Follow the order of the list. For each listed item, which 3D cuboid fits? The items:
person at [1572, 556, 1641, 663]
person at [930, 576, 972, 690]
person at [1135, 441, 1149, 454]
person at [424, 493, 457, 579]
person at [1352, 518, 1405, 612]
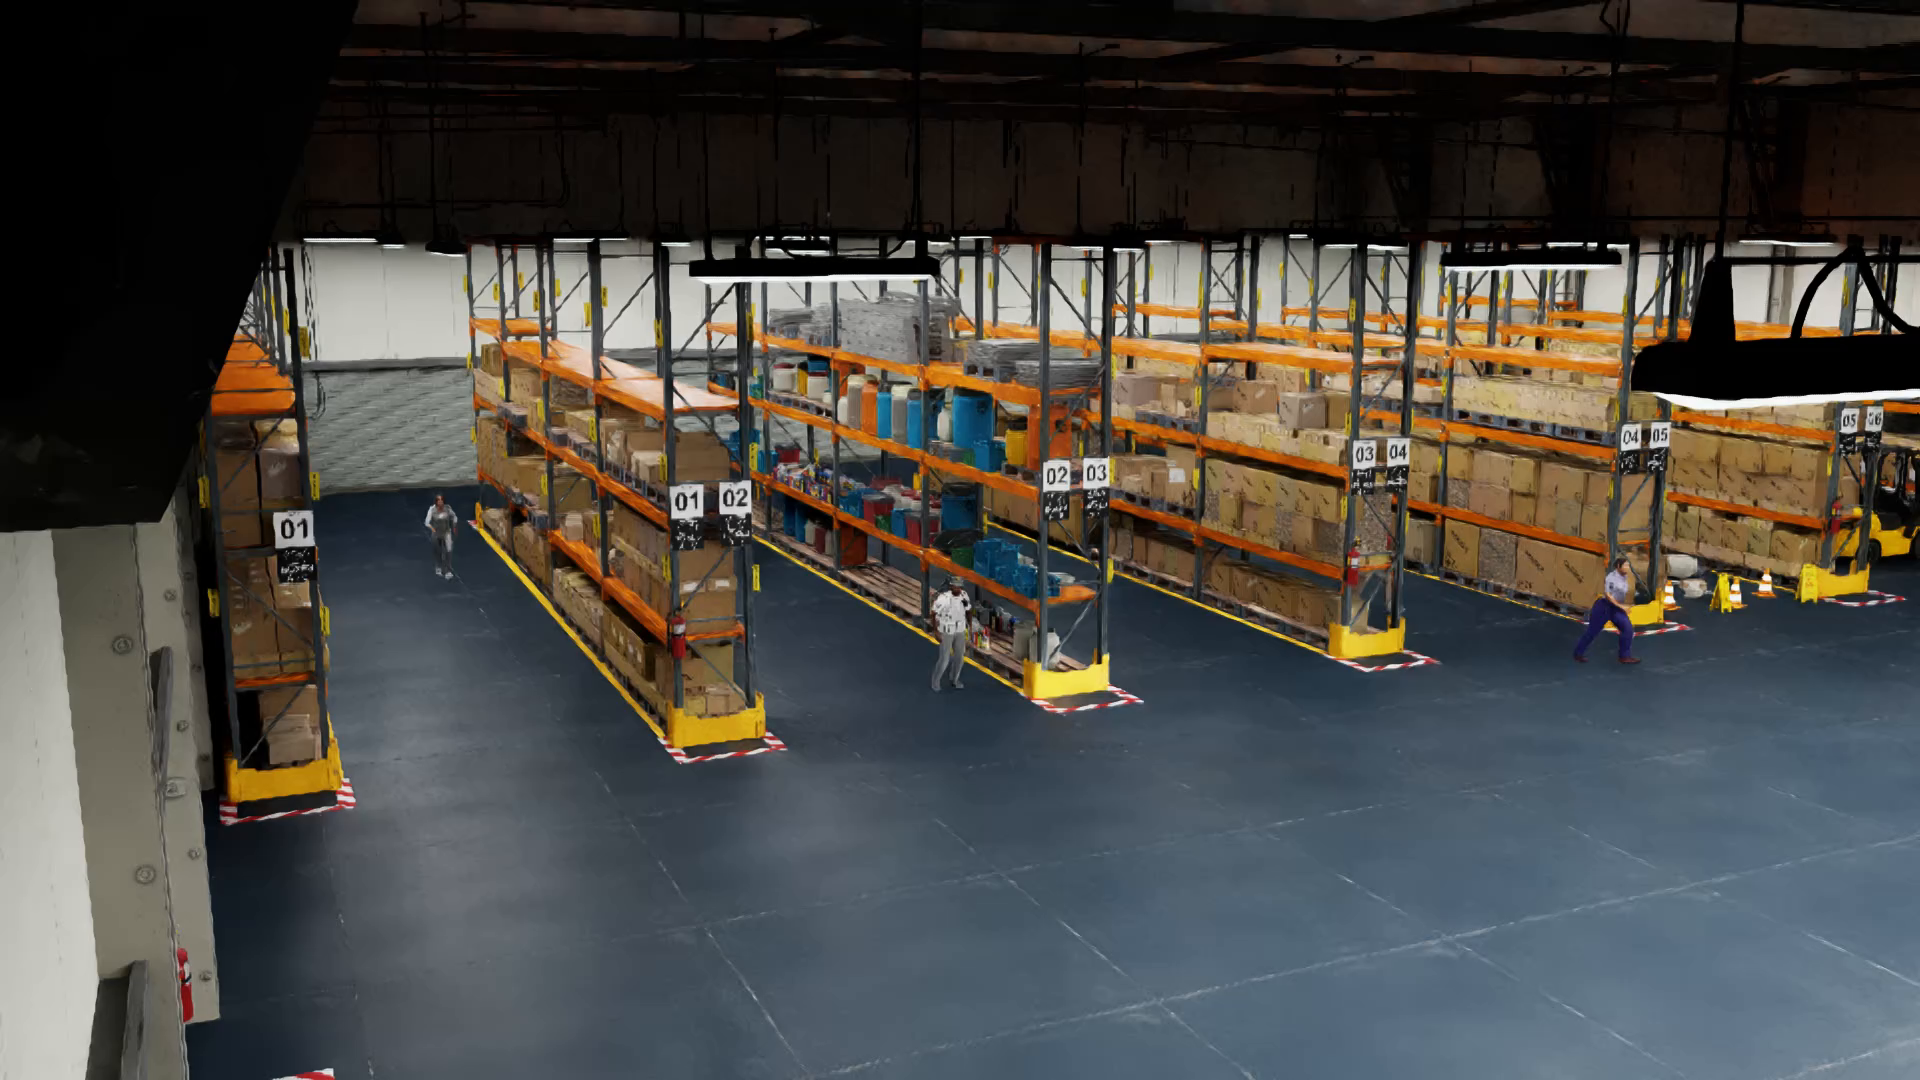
[{"bbox_3d":[9.317,0.983,23.872,0.655,1.578,0.824,-9,14,-40],"label":"person"},{"bbox_3d":[-0.113,1.241,22.506,0.592,1.624,0.531,-5,12,-25],"label":"person"},{"bbox_3d":[4.837,-3.161,44.951,0.586,1.713,0.523,3,11,13],"label":"person"},{"bbox_3d":[-9.232,-0.083,29.614,0.562,1.499,0.815,-4,12,-18],"label":"person"},{"bbox_3d":[6.718,0.350,26.912,0.700,1.658,0.863,-9,14,-40],"label":"person"}]
